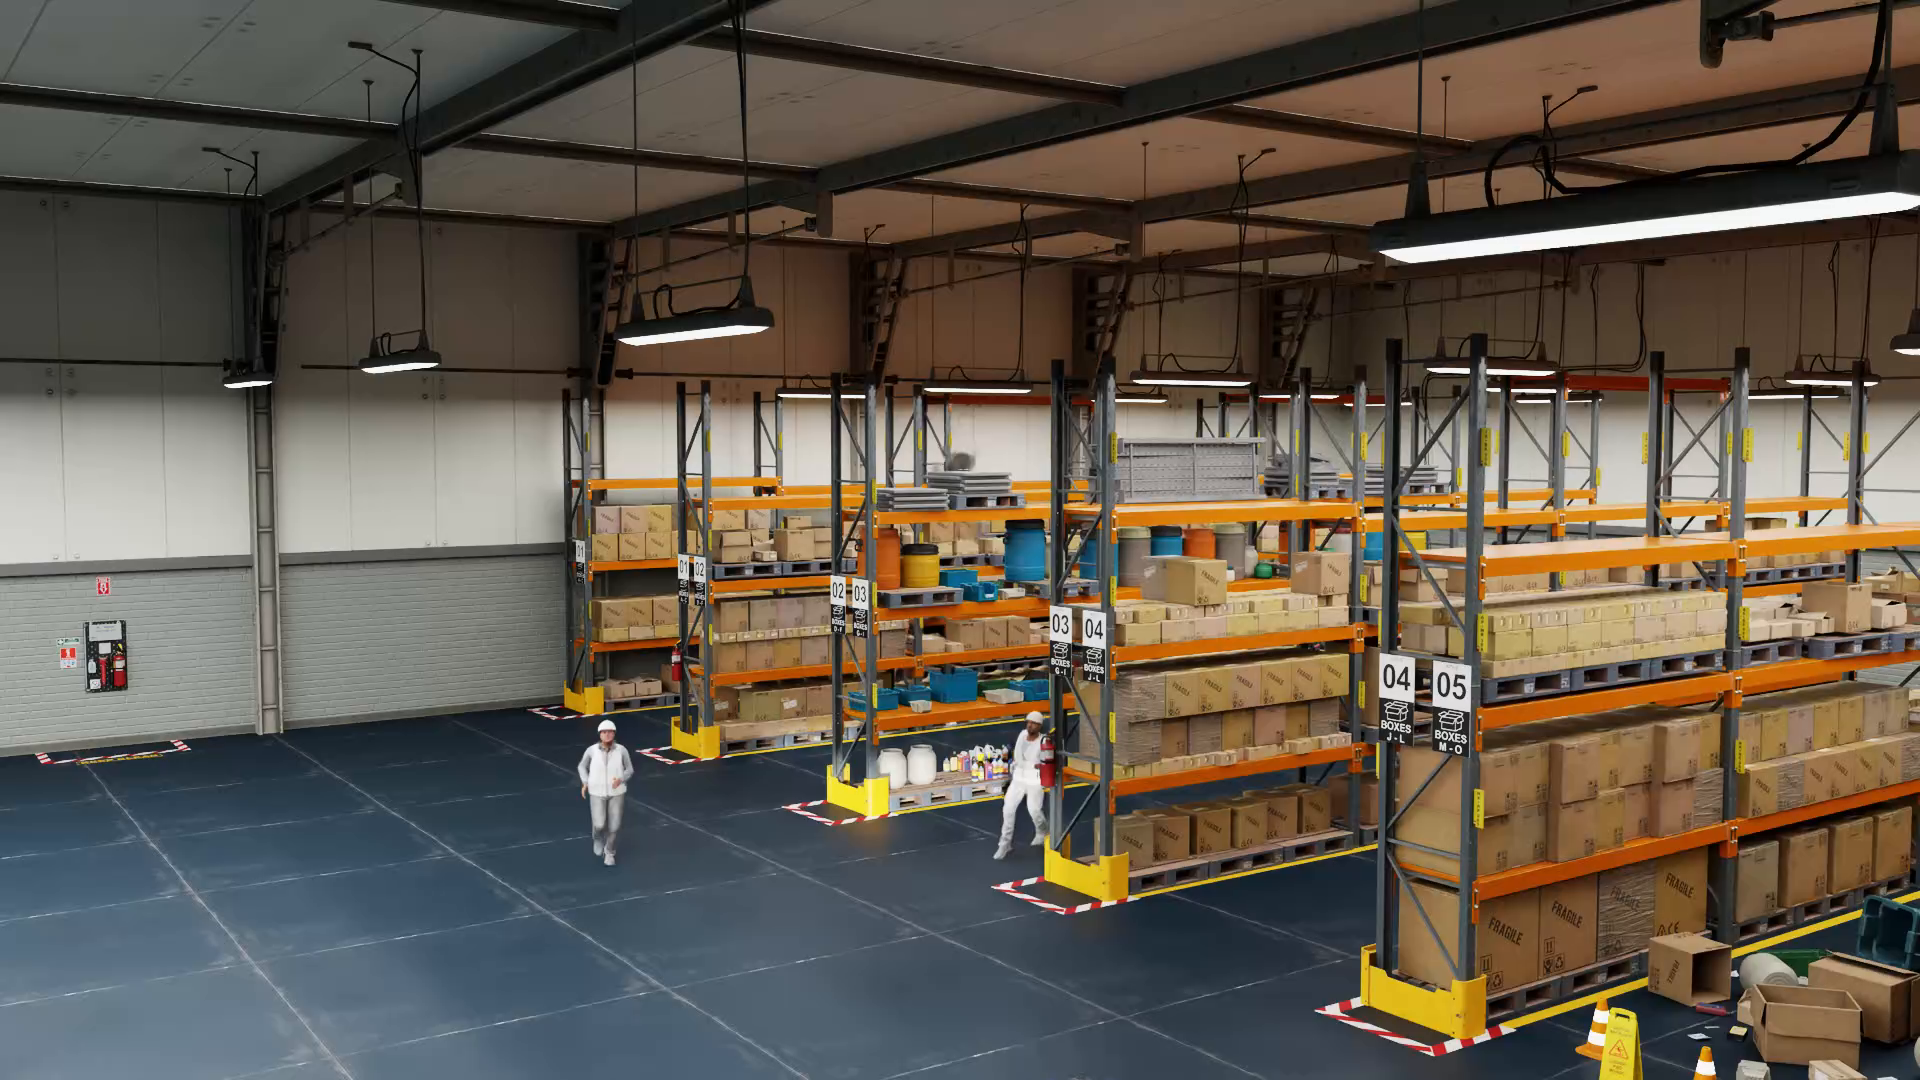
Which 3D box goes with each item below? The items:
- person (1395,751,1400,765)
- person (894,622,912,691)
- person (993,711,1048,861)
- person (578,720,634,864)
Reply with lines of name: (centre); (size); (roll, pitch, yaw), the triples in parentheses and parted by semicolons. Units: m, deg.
person: (6.312, 2.731, 24.158); (0.806, 1.757, 0.674); (-4, 5, -45)
person: (-1.078, 2.325, 31.141); (0.565, 1.639, 0.599); (3, 5, 41)
person: (0.876, 2.977, 20.305); (0.706, 1.808, 0.904); (3, 4, 34)
person: (-4.220, 3.025, 19.853); (0.650, 1.732, 0.566); (-1, 4, -13)
